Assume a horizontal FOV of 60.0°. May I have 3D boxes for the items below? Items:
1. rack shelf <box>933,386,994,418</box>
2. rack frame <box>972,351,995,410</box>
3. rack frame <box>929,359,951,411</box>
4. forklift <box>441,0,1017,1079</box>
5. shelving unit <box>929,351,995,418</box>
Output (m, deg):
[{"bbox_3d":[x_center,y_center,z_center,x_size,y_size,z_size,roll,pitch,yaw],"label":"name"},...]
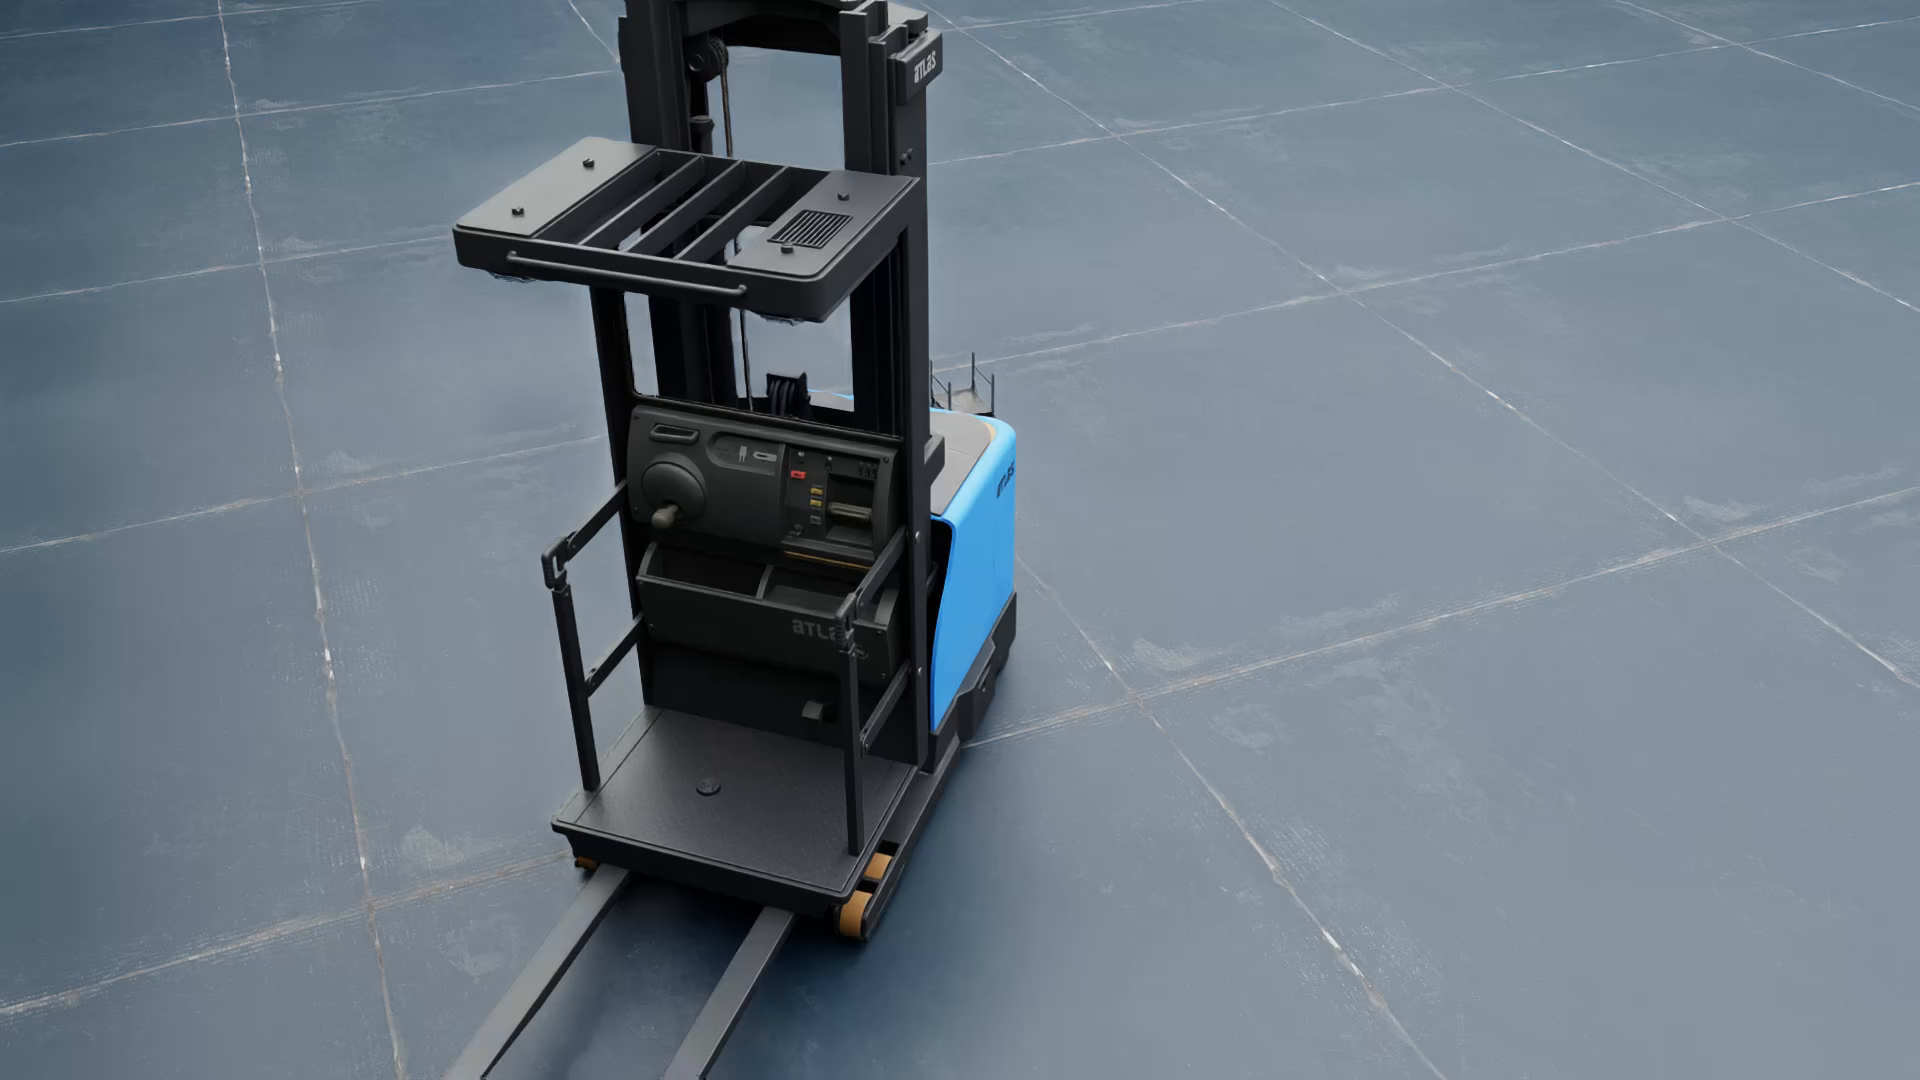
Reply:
[{"bbox_3d":[0.008,-0.577,7.378,0.200,0.077,0.258,-13,35,-19],"label":"rack shelf"},{"bbox_3d":[0.101,-0.400,7.540,0.006,0.900,0.240,-13,35,-19],"label":"rack frame"},{"bbox_3d":[-0.086,-0.357,7.474,0.006,0.900,0.240,-13,35,-19],"label":"rack frame"},{"bbox_3d":[-0.725,-0.121,5.249,1.130,2.935,3.031,11,35,16],"label":"forklift"},{"bbox_3d":[0.007,-0.379,7.507,0.210,0.900,0.258,-13,35,-19],"label":"shelving unit"}]
